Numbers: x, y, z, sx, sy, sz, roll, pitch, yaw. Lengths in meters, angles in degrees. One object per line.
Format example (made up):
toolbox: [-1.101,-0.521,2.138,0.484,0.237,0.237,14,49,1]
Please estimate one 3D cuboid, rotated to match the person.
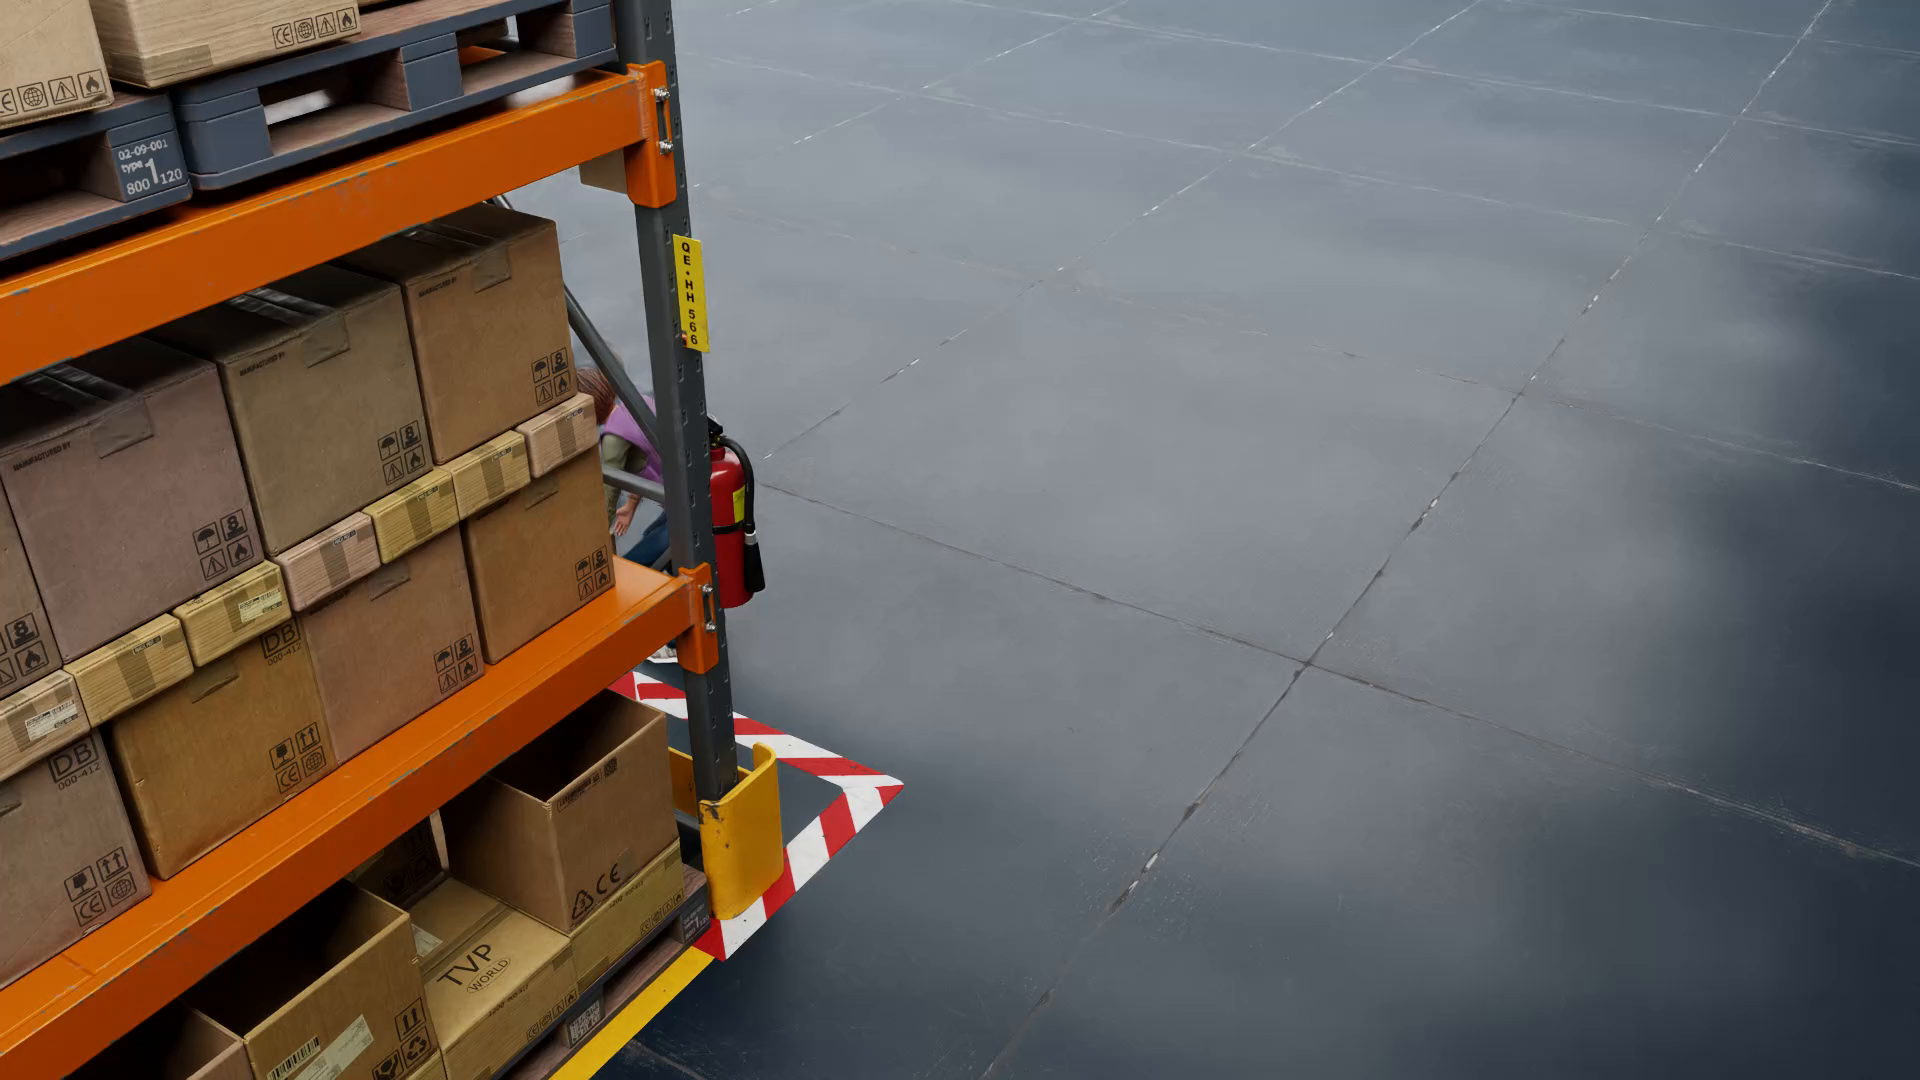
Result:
person: [-1.212,-0.076,6.632,0.685,1.230,0.463,8,32,13]
